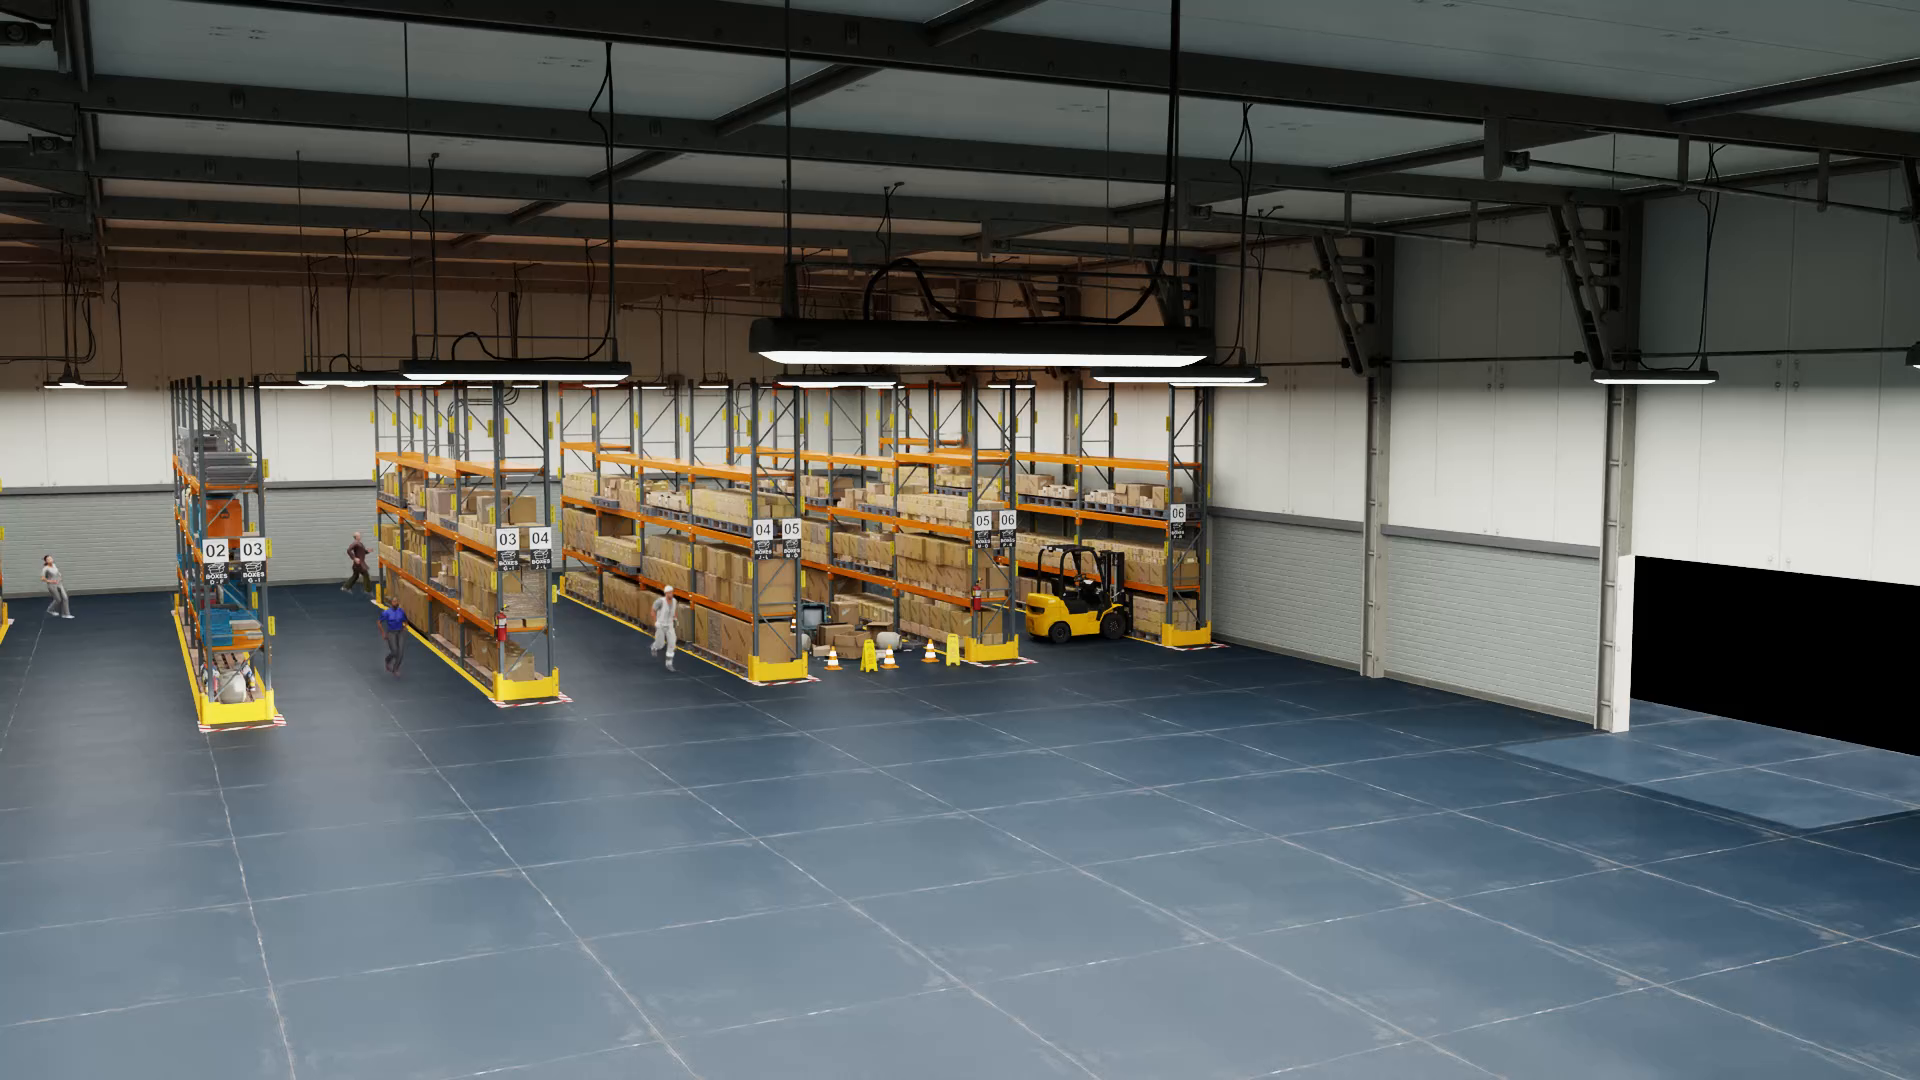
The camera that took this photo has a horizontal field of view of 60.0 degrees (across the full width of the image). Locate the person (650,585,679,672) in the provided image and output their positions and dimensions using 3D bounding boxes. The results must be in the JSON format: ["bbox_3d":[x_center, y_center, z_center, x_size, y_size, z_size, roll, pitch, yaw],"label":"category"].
[{"bbox_3d":[-6.134,1.804,34.457,0.659,1.766,0.986,-4,6,-37],"label":"person"}]

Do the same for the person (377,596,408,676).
[{"bbox_3d":[-11.371,1.959,33.504,0.571,1.584,0.552,-4,7,-40],"label":"person"}]

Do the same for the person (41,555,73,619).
[{"bbox_3d":[-22.838,1.187,41.886,0.753,1.633,0.590,2,5,17],"label":"person"}]

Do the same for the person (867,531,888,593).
[{"bbox_3d":[-2.230,0.610,44.909,0.556,1.711,0.817,-3,6,-27],"label":"person"}]

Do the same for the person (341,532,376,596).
[{"bbox_3d":[-16.814,0.682,46.496,0.984,1.811,0.689,-2,5,-17],"label":"person"}]
